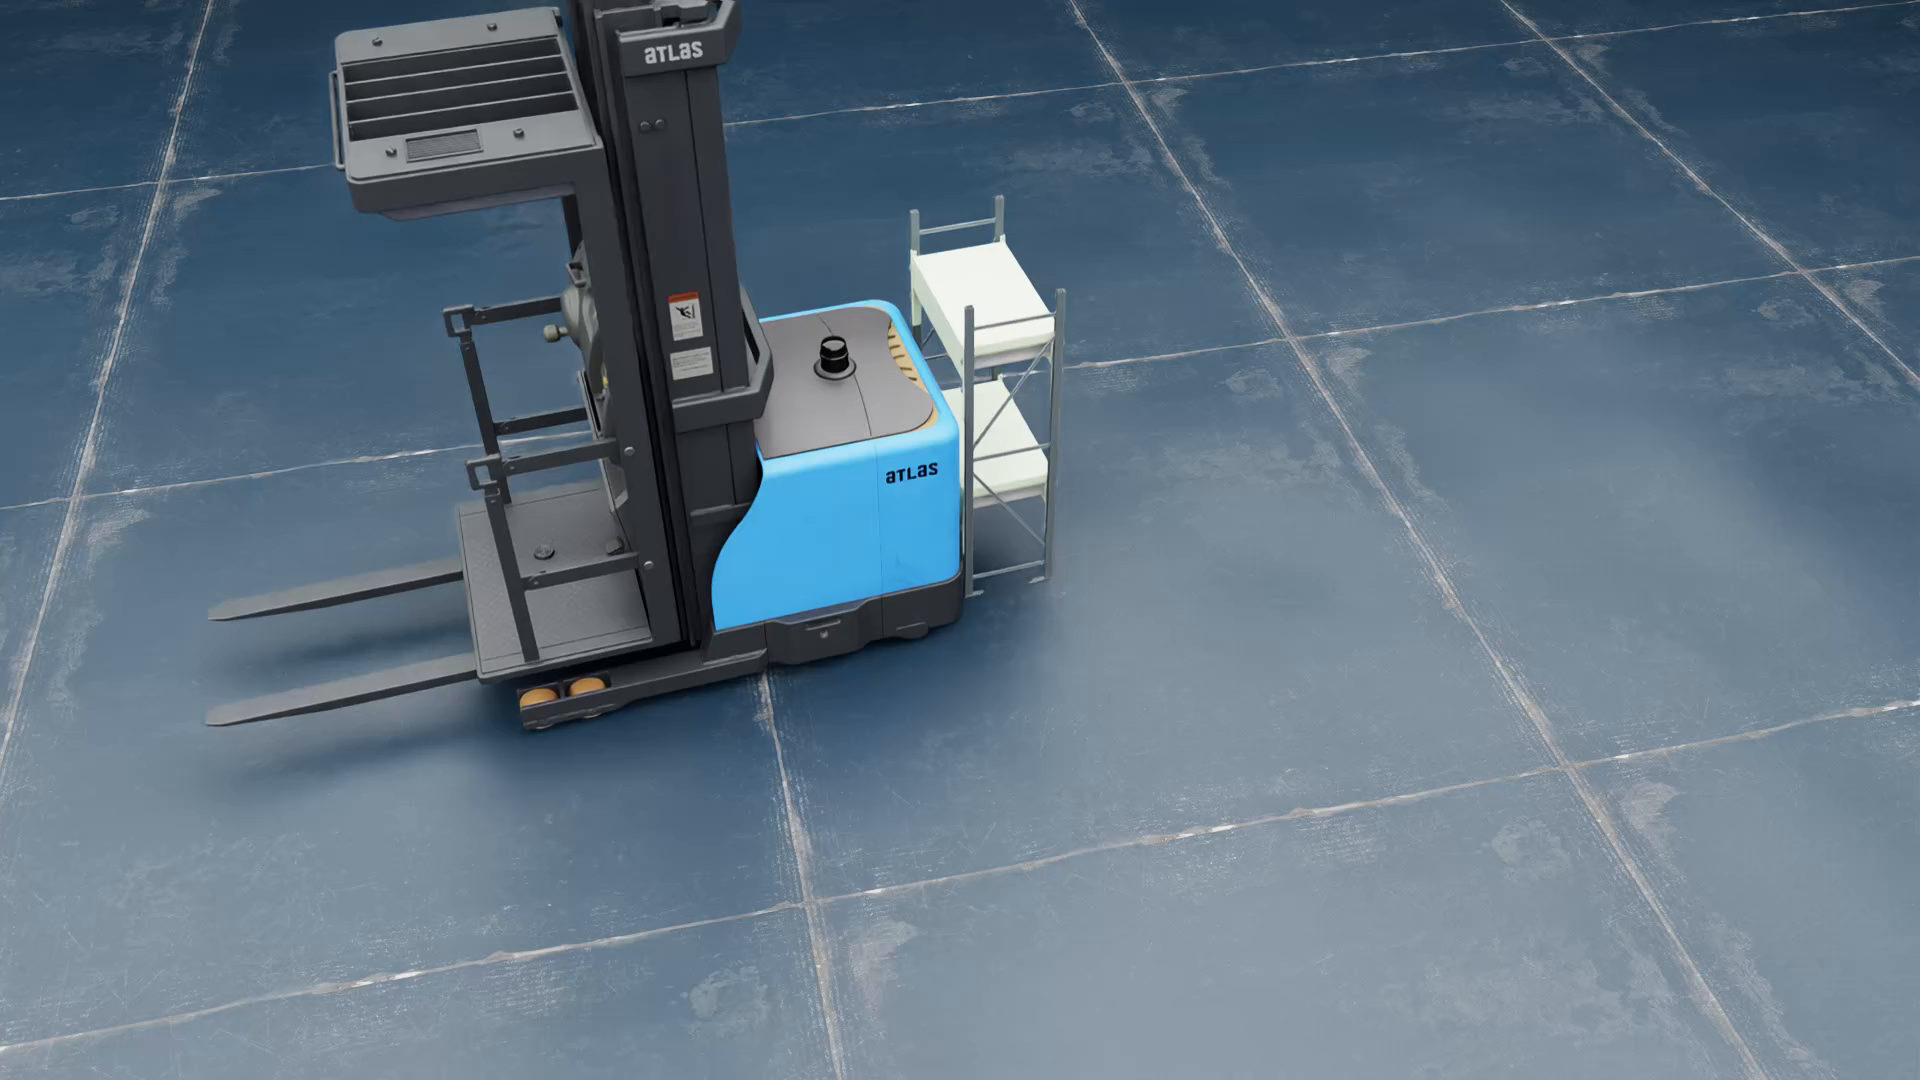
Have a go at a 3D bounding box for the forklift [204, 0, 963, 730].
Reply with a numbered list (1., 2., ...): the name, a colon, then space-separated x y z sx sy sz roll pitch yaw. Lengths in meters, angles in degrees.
1. forklift: -1.563 -0.733 6.150 3.031 2.935 1.130 -12 43 -13

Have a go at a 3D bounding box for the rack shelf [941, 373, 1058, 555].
1. rack shelf: 0.099 -0.342 7.279 0.431 0.370 0.720 -12 43 -13

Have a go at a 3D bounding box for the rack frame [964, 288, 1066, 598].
1. rack frame: 0.210 -0.355 6.801 0.400 1.500 0.023 -12 43 -13

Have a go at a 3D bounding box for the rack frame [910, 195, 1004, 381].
1. rack frame: -0.012 -0.818 7.323 0.400 1.500 0.023 -12 43 -13

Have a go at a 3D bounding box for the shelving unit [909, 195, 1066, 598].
1. shelving unit: 0.099 -0.586 7.062 0.431 1.500 0.755 -12 43 -13

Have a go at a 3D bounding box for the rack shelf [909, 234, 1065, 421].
1. rack shelf: 0.099 -0.878 6.803 0.431 0.370 0.720 -12 43 -13
